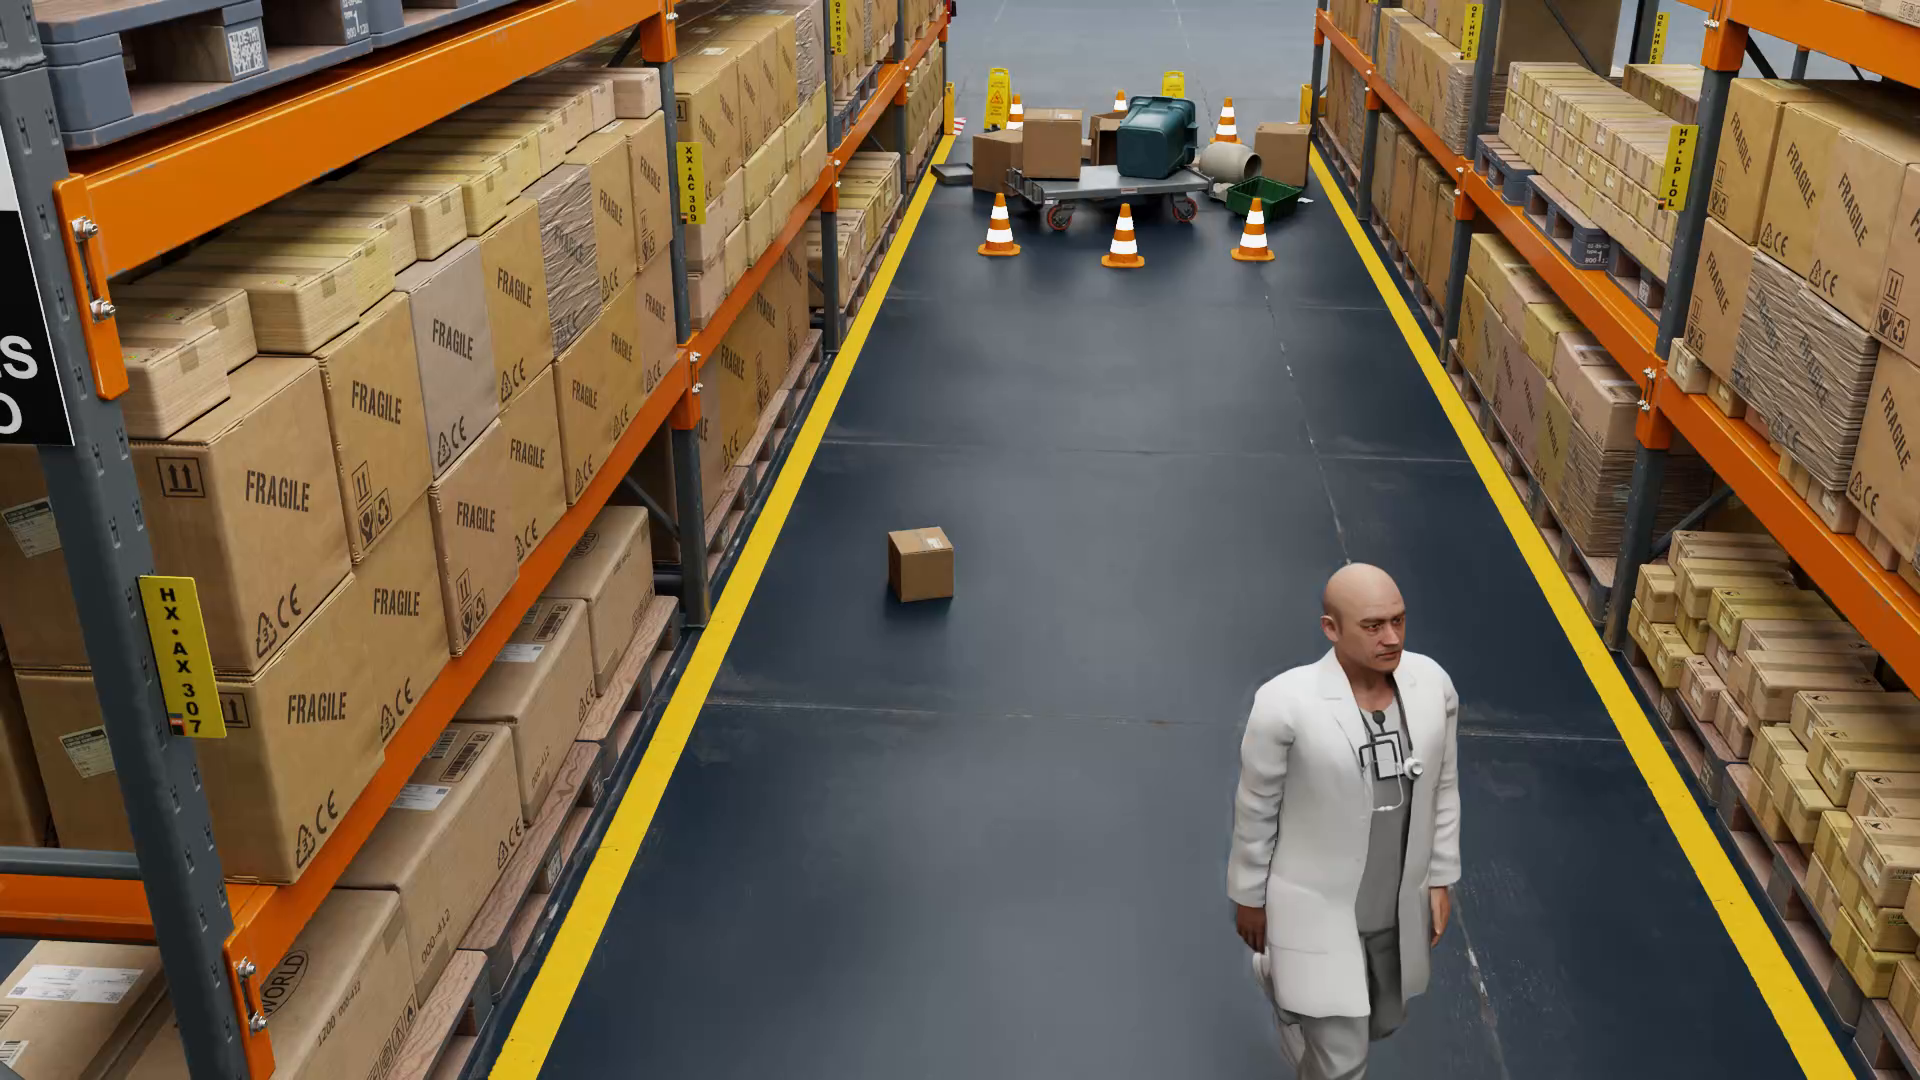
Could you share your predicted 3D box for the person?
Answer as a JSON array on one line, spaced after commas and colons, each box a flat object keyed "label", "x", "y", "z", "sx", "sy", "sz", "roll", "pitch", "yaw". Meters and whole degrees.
[{"label": "person", "x": 0.960, "y": 0.857, "z": 4.194, "sx": 0.582, "sy": 1.743, "sz": 0.918, "roll": -7, "pitch": 25, "yaw": -16}]
